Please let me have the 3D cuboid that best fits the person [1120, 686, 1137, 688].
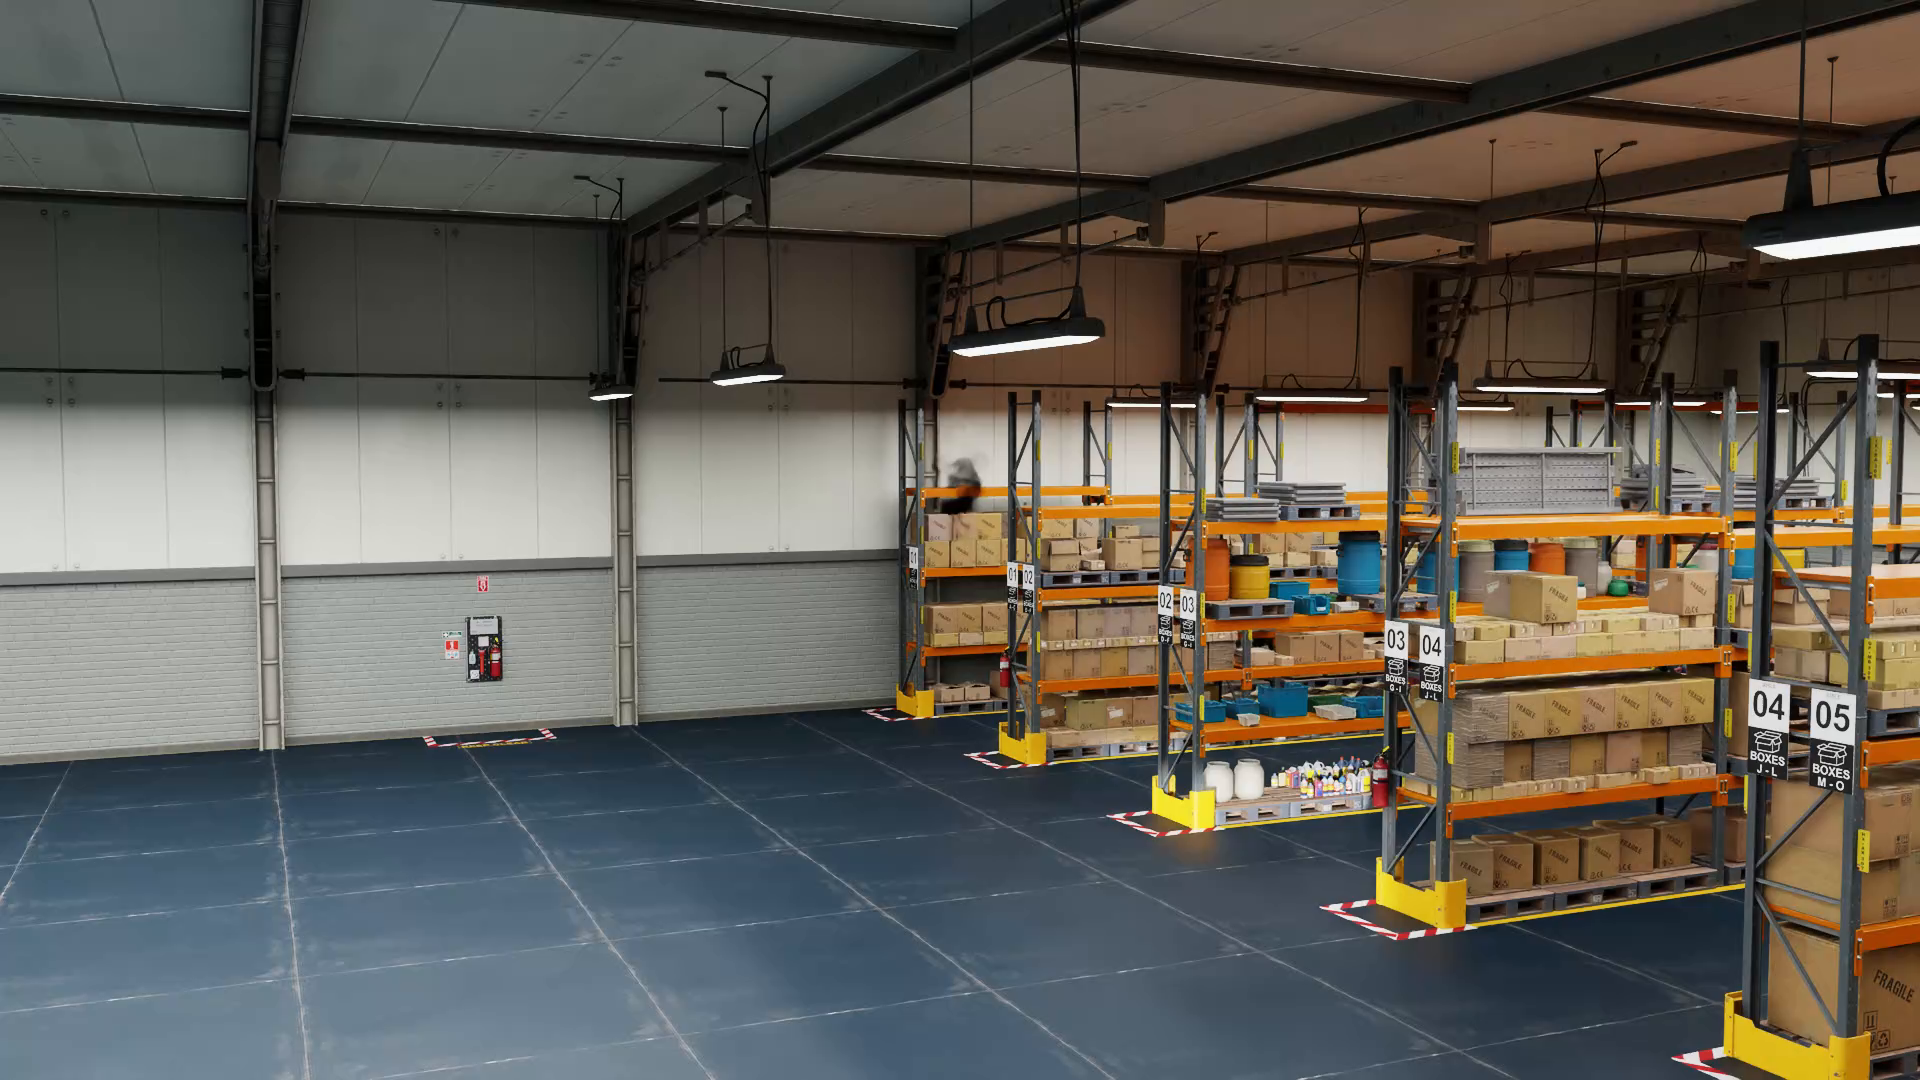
[{"bbox_3d":[3.125,2.550,30.342,0.590,1.654,0.557,-3,4,-38],"label":"person"}]
